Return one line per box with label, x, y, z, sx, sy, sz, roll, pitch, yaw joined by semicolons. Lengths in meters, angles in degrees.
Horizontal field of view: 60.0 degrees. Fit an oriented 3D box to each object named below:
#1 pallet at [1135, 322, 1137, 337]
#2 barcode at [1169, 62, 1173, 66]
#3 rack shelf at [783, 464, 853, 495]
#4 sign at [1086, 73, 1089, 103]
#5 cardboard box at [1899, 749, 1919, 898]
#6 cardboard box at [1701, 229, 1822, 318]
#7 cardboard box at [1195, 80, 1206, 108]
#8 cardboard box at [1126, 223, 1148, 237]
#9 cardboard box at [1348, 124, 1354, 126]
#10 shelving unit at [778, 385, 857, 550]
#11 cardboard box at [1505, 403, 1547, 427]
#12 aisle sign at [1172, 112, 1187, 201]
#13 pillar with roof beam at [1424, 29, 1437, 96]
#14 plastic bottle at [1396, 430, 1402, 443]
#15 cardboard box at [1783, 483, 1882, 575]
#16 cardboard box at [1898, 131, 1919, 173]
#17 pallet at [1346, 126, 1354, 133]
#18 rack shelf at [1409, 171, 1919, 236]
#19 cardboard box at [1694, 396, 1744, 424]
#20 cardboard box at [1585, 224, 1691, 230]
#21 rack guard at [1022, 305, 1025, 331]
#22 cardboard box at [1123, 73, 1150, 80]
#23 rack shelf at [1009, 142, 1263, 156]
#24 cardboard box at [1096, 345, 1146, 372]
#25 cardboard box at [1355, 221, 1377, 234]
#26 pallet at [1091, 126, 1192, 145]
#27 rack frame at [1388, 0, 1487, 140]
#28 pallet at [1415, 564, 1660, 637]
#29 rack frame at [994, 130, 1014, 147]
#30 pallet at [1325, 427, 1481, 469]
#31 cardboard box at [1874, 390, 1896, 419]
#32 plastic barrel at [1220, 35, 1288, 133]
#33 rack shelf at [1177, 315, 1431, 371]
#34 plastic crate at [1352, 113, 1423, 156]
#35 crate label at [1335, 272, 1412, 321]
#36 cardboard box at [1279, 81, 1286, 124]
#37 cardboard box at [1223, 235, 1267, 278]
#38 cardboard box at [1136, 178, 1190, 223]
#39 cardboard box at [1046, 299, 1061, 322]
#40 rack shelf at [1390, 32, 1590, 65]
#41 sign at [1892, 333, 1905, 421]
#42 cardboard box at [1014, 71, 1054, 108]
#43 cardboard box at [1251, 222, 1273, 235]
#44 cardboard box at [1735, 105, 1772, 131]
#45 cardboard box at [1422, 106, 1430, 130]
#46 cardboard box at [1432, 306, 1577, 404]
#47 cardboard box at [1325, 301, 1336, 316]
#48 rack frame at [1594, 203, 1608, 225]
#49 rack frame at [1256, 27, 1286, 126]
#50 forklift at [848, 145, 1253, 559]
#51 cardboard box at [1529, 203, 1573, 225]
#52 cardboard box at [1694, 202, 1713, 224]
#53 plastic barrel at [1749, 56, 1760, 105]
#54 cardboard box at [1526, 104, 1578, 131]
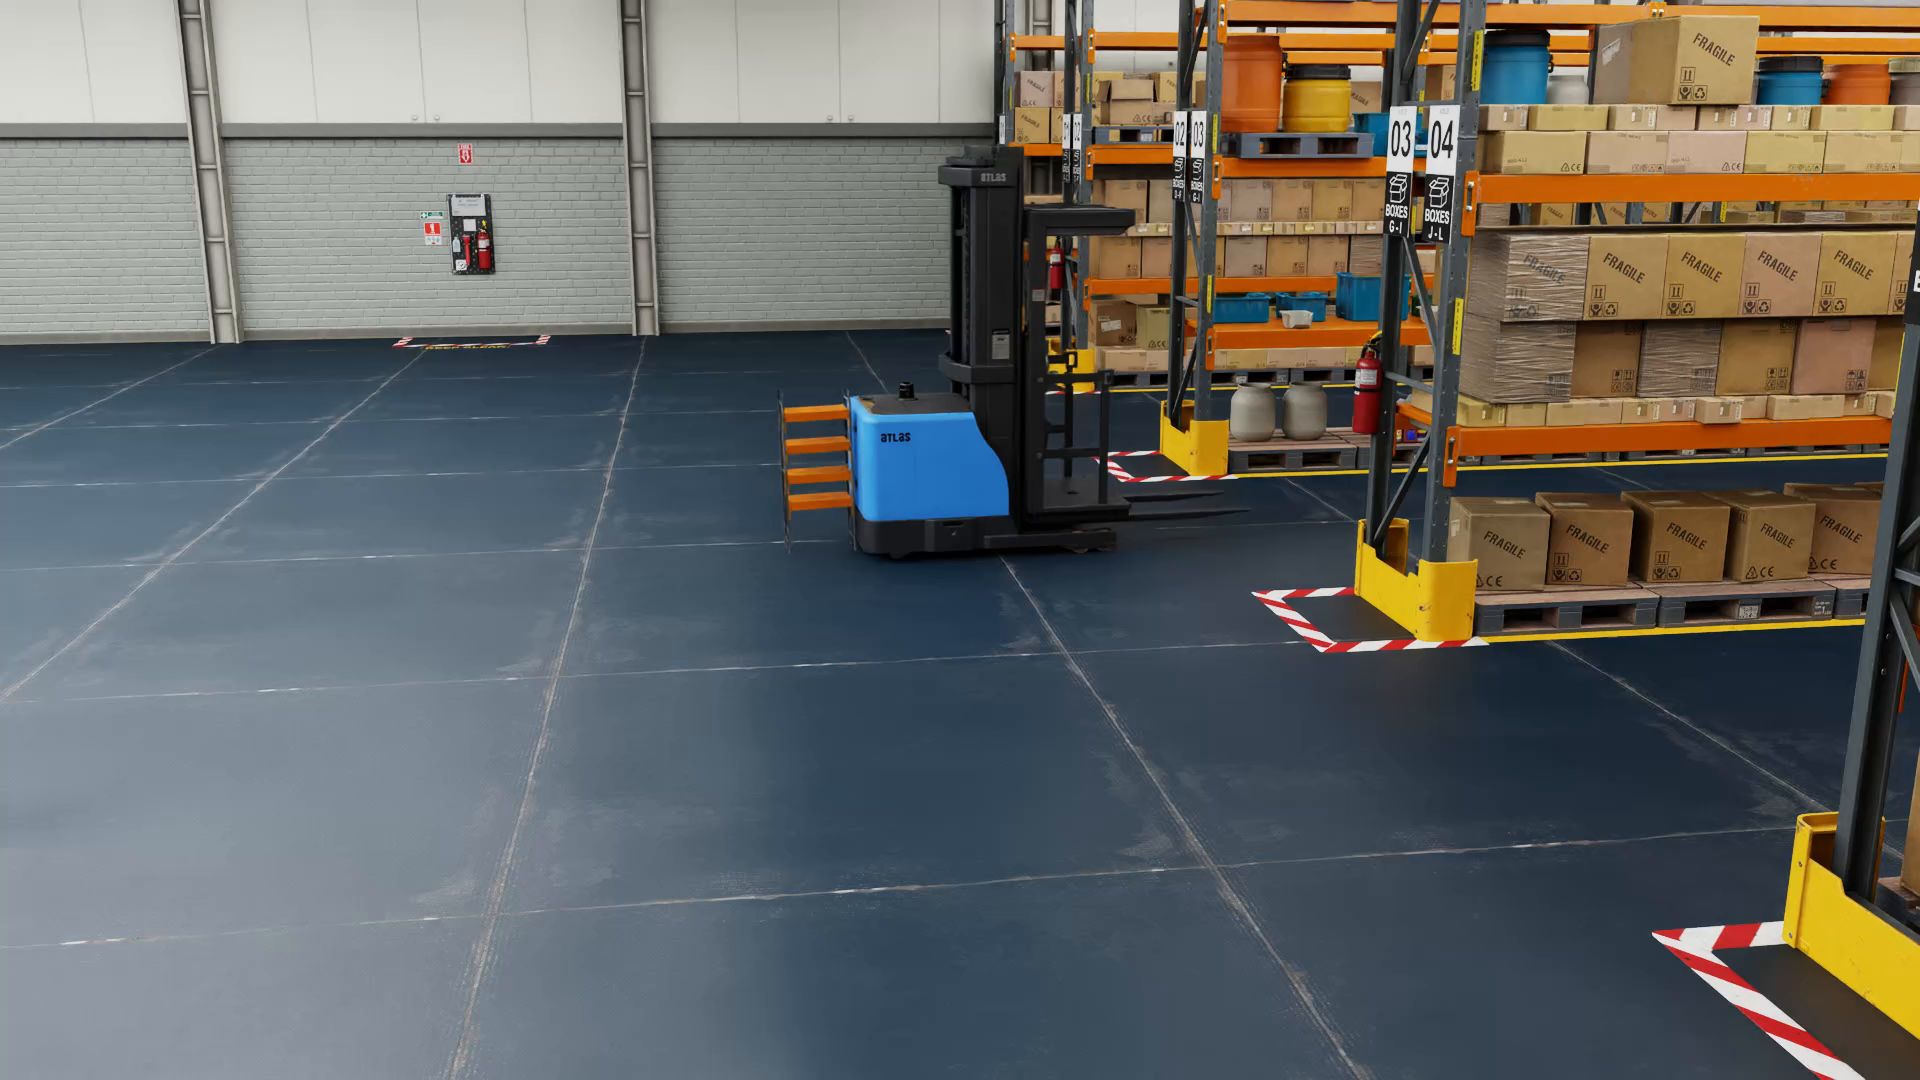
pallet;2.723;-3.259;25.282;1.213;0.211;1.003;-2;14;-8
barcode;3.152;-7.119;24.869;0.075;0.075;0.001;-2;14;-8
rack shelf;-1.055;-0.452;12.309;0.480;0.148;0.258;-5;15;-13
sign;1.454;-5.136;18.911;0.005;0.325;0.100;-2;14;-8
cardboard box;4.149;1.013;6.019;0.875;0.875;0.875;-2;14;-8
cardboard box;4.917;-1.656;10.288;0.500;0.500;0.500;-2;14;-8
cardboard box;3.060;-5.122;19.457;0.500;0.500;0.500;-2;14;-8
cardboard box;2.058;-3.689;19.724;0.250;0.149;0.380;-2;14;-10
cardboard box;5.752;-6.327;24.939;0.500;0.311;0.500;-2;14;-7
shelving unit;-1.055;-0.517;12.293;0.499;1.200;0.258;-5;15;-13
cardboard box;3.417;-0.805;10.283;0.250;0.149;0.380;-2;14;-8
aisle sign;1.996;-3.491;15.131;0.004;0.787;0.394;-2;14;-8
pillar with roof beam;7.773;-6.869;21.614;0.400;9.000;9.100;-2;14;-8
plastic bottle;4.053;-1.012;15.438;0.097;0.201;0.097;0;14;0
cardboard box;5.838;-0.079;11.144;0.500;0.500;0.500;2;14;10
cardboard box;5.875;-2.401;10.272;0.500;0.250;0.500;-2;14;-7
pallet;4.493;-4.873;20.000;1.213;0.211;1.003;-2;14;-8
rack shelf;4.827;-2.148;10.434;4.000;0.370;1.077;-2;14;-8
cardboard box;4.664;-0.832;10.389;0.250;0.149;0.380;-2;14;-8
cardboard box;4.345;-1.764;10.717;0.500;0.500;0.500;-2;14;-8
rack guard;0.711;-3.335;24.990;0.348;0.500;1.175;-2;14;-8
cardboard box;2.550;-6.672;24.692;0.500;0.500;0.500;-2;14;-8
rack shelf;2.613;-5.723;24.687;4.000;0.370;1.077;-2;14;-8
cardboard box;1.941;-2.189;20.072;0.500;0.250;0.500;-2;14;-8
cardboard box;4.851;-3.791;20.133;0.250;0.149;0.380;-2;14;-9
pallet;2.080;-4.784;19.648;1.213;0.211;1.003;-2;14;-8
rack frame;2.849;-3.880;9.693;0.127;3.000;1.000;-2;14;-8
pallet;3.733;0.359;10.856;1.213;0.211;1.003;-2;14;-8
rack frame;0.636;-4.544;24.675;0.127;3.000;1.000;-2;14;-8
pallet;4.188;-0.894;15.854;1.213;0.211;1.003;-2;14;-8
cardboard box;5.901;-0.877;10.570;0.250;0.149;0.380;-2;14;-8
plastic barrel;2.573;-4.076;14.897;0.708;0.830;0.600;-2;14;-8
rack shelf;4.089;-1.885;15.550;4.000;0.370;1.077;-2;14;-8
plastic crate;3.952;-3.750;15.374;0.575;0.384;0.392;-2;14;-8
crate label;3.891;-2.310;15.694;0.616;0.435;0.502;-2;14;-8
cardboard box;3.685;-5.245;19.940;0.637;0.503;0.797;-1;14;-2
cardboard box;3.371;-3.472;20.194;0.500;0.500;0.700;-2;14;-7
cardboard box;2.412;-4.067;19.899;0.500;0.500;0.700;-2;14;-10
cardboard box;1.333;-3.457;24.963;0.500;0.311;0.500;-4;15;-15
rack shelf;7.310;-5.937;20.198;4.000;0.370;1.077;-2;14;-8
sign;3.421;-0.581;6.003;0.005;0.325;0.100;-2;14;-8
cardboard box;1.053;-6.498;23.997;0.500;0.500;0.500;-3;14;-12
cardboard box;3.578;-3.744;19.943;0.250;0.149;0.380;-2;14;-6
cardboard box;4.687;-2.559;10.081;0.250;0.149;0.380;-2;14;-9
cardboard box;3.077;-2.631;10.367;0.250;0.149;0.380;-2;14;-8
cardboard box;3.397;-1.176;10.427;0.500;0.500;0.875;-2;14;-8
cardboard box;4.410;-2.647;20.357;0.500;0.500;0.500;-2;14;-8
rack frame;6.067;-2.305;15.748;0.053;2.616;0.949;-2;14;-8
rack frame;4.591;-7.599;24.524;0.127;3.000;1.000;-2;14;-8
forklift;5.236;0.514;4.648;8.709;2.935;18.730;-3;14;-11
cardboard box;9.065;-4.993;25.605;0.500;0.500;0.500;-2;14;-7
cardboard box;11.580;-5.083;25.967;0.500;0.500;0.500;-2;14;-8
plastic barrel;7.184;-4.099;15.701;0.600;0.901;0.600;0;14;0
cardboard box;3.427;-2.486;9.790;0.250;0.149;0.380;-2;14;-7
